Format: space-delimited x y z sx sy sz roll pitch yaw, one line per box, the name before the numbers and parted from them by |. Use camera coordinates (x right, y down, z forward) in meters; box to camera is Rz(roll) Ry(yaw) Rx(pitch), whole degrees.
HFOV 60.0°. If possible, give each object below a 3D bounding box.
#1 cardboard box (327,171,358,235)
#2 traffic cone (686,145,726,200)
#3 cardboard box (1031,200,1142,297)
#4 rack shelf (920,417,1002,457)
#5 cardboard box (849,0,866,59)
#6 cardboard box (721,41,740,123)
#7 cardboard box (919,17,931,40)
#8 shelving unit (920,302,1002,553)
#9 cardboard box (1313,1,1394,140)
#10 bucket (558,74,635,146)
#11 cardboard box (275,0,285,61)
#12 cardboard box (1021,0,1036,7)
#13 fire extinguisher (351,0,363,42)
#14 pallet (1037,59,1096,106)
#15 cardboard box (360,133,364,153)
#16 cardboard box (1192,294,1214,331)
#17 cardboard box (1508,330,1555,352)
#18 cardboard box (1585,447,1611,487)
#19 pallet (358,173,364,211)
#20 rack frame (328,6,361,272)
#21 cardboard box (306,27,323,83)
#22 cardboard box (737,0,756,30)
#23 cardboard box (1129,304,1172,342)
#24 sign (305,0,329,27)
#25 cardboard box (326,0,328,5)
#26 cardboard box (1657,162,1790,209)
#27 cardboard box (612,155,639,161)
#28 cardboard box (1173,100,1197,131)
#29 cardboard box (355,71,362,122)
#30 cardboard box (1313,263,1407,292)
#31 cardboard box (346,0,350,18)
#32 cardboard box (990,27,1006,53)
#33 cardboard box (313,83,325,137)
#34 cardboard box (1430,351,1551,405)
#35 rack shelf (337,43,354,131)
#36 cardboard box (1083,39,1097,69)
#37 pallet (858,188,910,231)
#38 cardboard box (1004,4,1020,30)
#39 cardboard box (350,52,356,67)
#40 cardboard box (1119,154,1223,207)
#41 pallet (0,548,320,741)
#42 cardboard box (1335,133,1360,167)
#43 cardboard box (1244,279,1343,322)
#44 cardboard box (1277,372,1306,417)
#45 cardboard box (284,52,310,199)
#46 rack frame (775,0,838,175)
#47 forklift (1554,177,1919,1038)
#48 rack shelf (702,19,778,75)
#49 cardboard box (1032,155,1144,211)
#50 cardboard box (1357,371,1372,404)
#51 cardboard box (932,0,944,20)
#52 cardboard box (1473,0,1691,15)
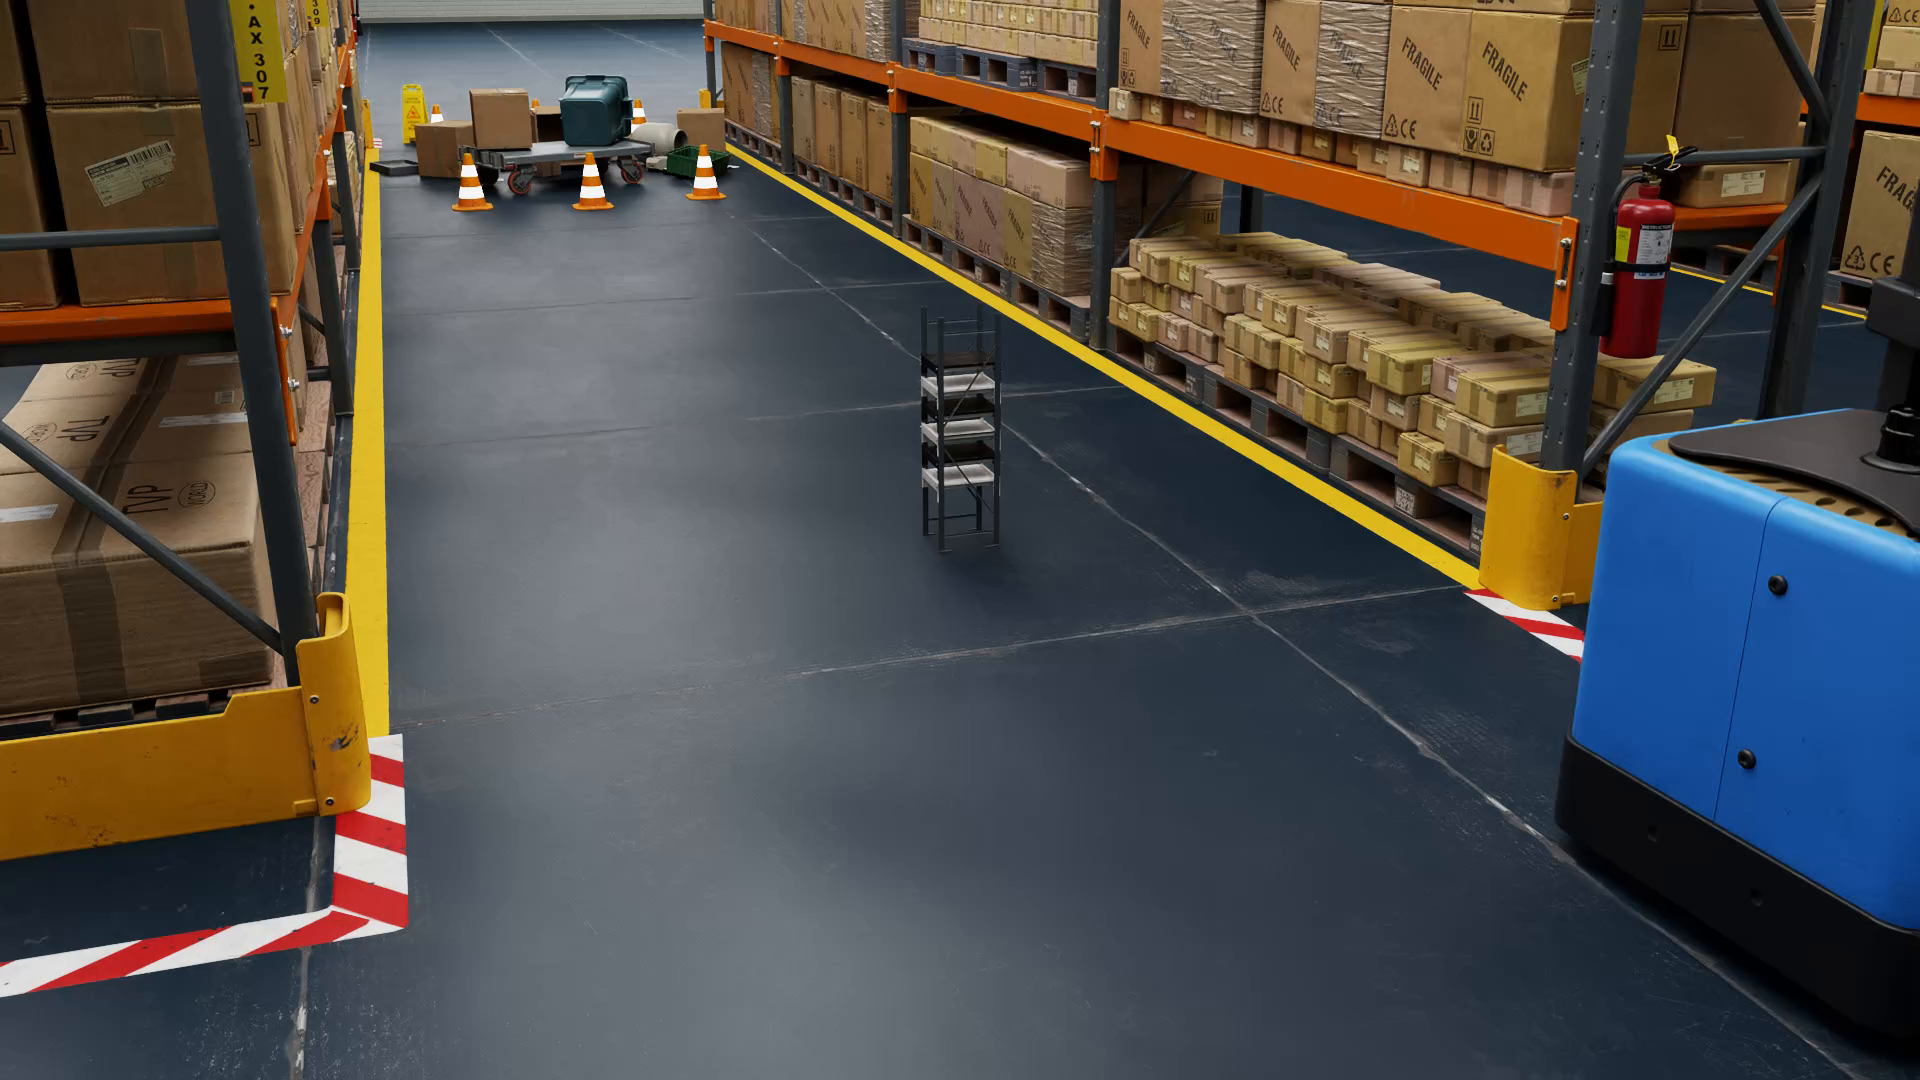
cardboard box | -4.867 -2.406 11.943 0.950 0.372 0.625 -8 21 -21
traffic cone | -2.301 -3.320 14.975 0.336 0.463 0.334 -6 21 -17
cardboard box | 0.754 -1.769 9.981 0.500 0.500 0.500 -7 21 -18
rack shelf | 0.003 -0.390 6.268 0.258 0.077 0.200 -6 21 -17
cardboard box | -0.584 -4.144 13.369 0.500 0.500 0.500 -6 21 -17
cardboard box | -2.270 -5.375 19.466 0.875 0.875 0.875 -6 21 -17
cardboard box | -0.083 -3.735 12.129 0.380 0.149 0.250 -7 21 -18
shelving unit | 0.003 -0.421 6.257 0.258 0.900 0.210 -6 21 -17
cardboard box | 1.772 -1.885 6.639 0.500 0.500 0.500 -6 21 -17
bucket | -3.520 -4.078 15.927 0.726 0.611 0.620 1 30 2
cardboard box | -2.403 -1.727 5.159 0.500 0.500 0.500 -7 21 -18
cardboard box | 0.593 -3.337 10.141 0.380 0.149 0.250 -7 21 -19
fire extinguisher | -6.812 -5.879 18.461 0.296 0.674 0.183 -6 21 -17
pallet | 1.124 -2.708 9.801 1.003 0.211 1.213 -6 21 -17
cardboard box | -6.064 -3.838 16.110 0.500 0.250 0.500 -5 20 -14
cardboard box | 1.393 -1.150 8.337 0.380 0.149 0.250 -7 21 -20
cardboard box | 2.482 -0.764 6.822 0.380 0.149 0.250 -6 21 -17
cardboard box | 2.622 -0.312 6.443 0.380 0.149 0.250 -6 21 -16
pallet | -5.710 -2.984 14.412 1.003 0.211 1.213 -6 21 -17
rack frame | -4.699 -3.263 11.062 1.000 3.000 0.127 -6 21 -17
cardboard box | -3.312 -2.315 7.906 0.500 0.250 0.500 -7 21 -19
cardboard box | -1.930 -5.812 17.937 0.875 0.550 0.500 -6 21 -17
cardboard box | 1.119 -1.157 8.796 0.380 0.149 0.250 -6 21 -16
sign | -2.915 -2.483 7.494 0.100 0.325 0.005 -6 21 -17
cardboard box | -4.119 -3.478 10.036 0.500 0.500 0.500 -6 21 -16
cardboard box | 2.692 -1.274 5.898 0.380 0.149 0.250 -7 21 -18
cardboard box | -3.578 -4.174 17.644 0.396 0.266 0.258 -3 20 -8
cardboard box | 1.289 -2.138 8.304 0.380 0.149 0.250 -7 21 -20
cardboard box | -6.226 -4.358 16.449 0.500 0.500 0.500 -5 20 -14
cardboard box | 1.968 -1.261 8.206 0.380 0.149 0.250 -7 21 -20
cardboard box | -6.474 -5.550 16.842 0.500 0.500 0.500 -6 21 -17
cardboard box | 0.417 -3.226 10.712 0.380 0.149 0.250 -7 21 -19
cardboard box | -3.329 -2.078 7.985 0.500 0.250 0.500 -7 21 -18
cardboard box | 2.051 -0.619 6.419 0.380 0.149 0.250 -6 21 -16
rack shelf | -5.328 -3.566 12.971 1.077 0.370 4.000 -6 21 -17
cardboard box | 0.913 -2.723 9.311 0.380 0.149 0.250 -7 21 -18
pallet | -0.208 -2.770 13.815 1.003 0.211 1.213 -6 21 -17
cardboard box | 0.495 -3.286 10.438 0.380 0.149 0.250 -6 21 -17
cardboard box | -6.378 -4.886 16.959 0.380 0.149 0.250 -5 20 -15
cardboard box | 1.244 -2.177 10.006 0.500 0.250 0.500 -7 21 -20
pallet | -2.510 0.369 5.077 1.003 0.211 1.213 -6 21 -17
cardboard box | 1.791 -1.633 6.896 0.380 0.149 0.250 -7 21 -19
cardboard box | 1.564 -1.120 7.813 0.380 0.149 0.250 -7 21 -19
cardboard box | 1.645 -0.665 7.426 0.380 0.149 0.250 -6 21 -16
cardboard box | -2.564 -1.410 5.758 0.500 0.500 0.500 -6 21 -15
rack frame | -1.289 -5.105 16.191 1.000 3.000 0.127 -6 21 -17
forklift | 3.073 -0.650 3.890 3.031 2.935 1.130 -8 21 -22
rack shelf | -1.917 -5.408 18.099 1.077 0.370 4.000 -6 21 -17
cardboard box | 0.752 -2.124 9.859 0.500 0.250 0.500 -7 21 -19
cardboard box | 1.894 -0.652 6.951 0.380 0.149 0.250 -7 21 -18
cardboard box | 0.017 -3.777 11.805 0.380 0.149 0.250 -5 20 -15
cardboard box | 2.103 -2.032 5.568 0.500 0.500 0.500 -7 21 -18
